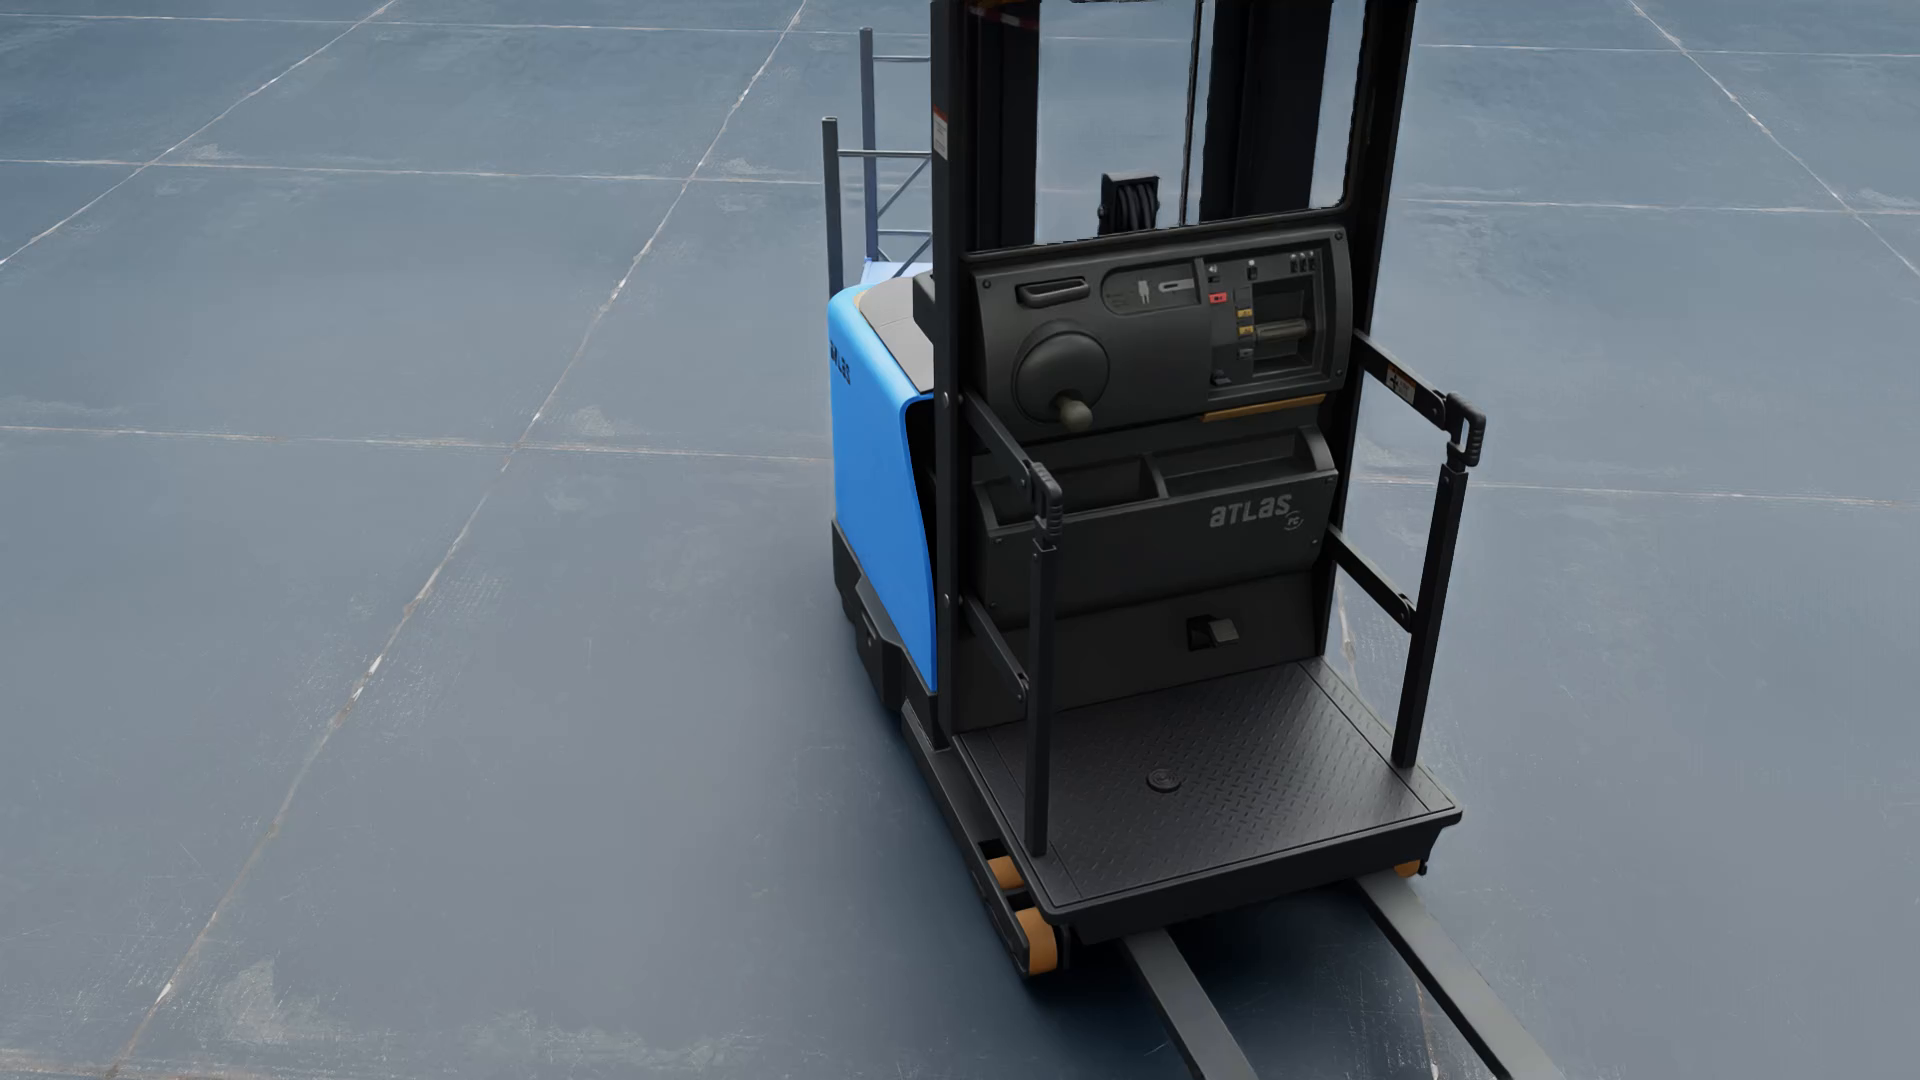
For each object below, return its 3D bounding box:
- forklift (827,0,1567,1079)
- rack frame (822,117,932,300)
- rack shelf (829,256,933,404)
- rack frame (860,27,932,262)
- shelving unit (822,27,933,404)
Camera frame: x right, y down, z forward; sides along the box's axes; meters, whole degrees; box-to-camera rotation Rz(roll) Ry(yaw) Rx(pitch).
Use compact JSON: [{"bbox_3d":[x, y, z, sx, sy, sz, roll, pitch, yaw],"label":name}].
[{"bbox_3d":[0.555,-0.434,3.661,1.130,2.935,3.031,-10,33,-16],"label":"forklift"},{"bbox_3d":[-0.156,-0.598,5.291,0.500,1.500,0.032,2,32,3],"label":"rack frame"},{"bbox_3d":[-0.127,-0.711,5.817,0.538,0.185,1.000,2,32,3],"label":"rack shelf"},{"bbox_3d":[-0.098,-1.131,6.155,0.500,1.500,0.032,2,32,3],"label":"rack frame"},{"bbox_3d":[-0.127,-0.864,5.723,0.538,1.500,1.048,2,32,3],"label":"shelving unit"}]
